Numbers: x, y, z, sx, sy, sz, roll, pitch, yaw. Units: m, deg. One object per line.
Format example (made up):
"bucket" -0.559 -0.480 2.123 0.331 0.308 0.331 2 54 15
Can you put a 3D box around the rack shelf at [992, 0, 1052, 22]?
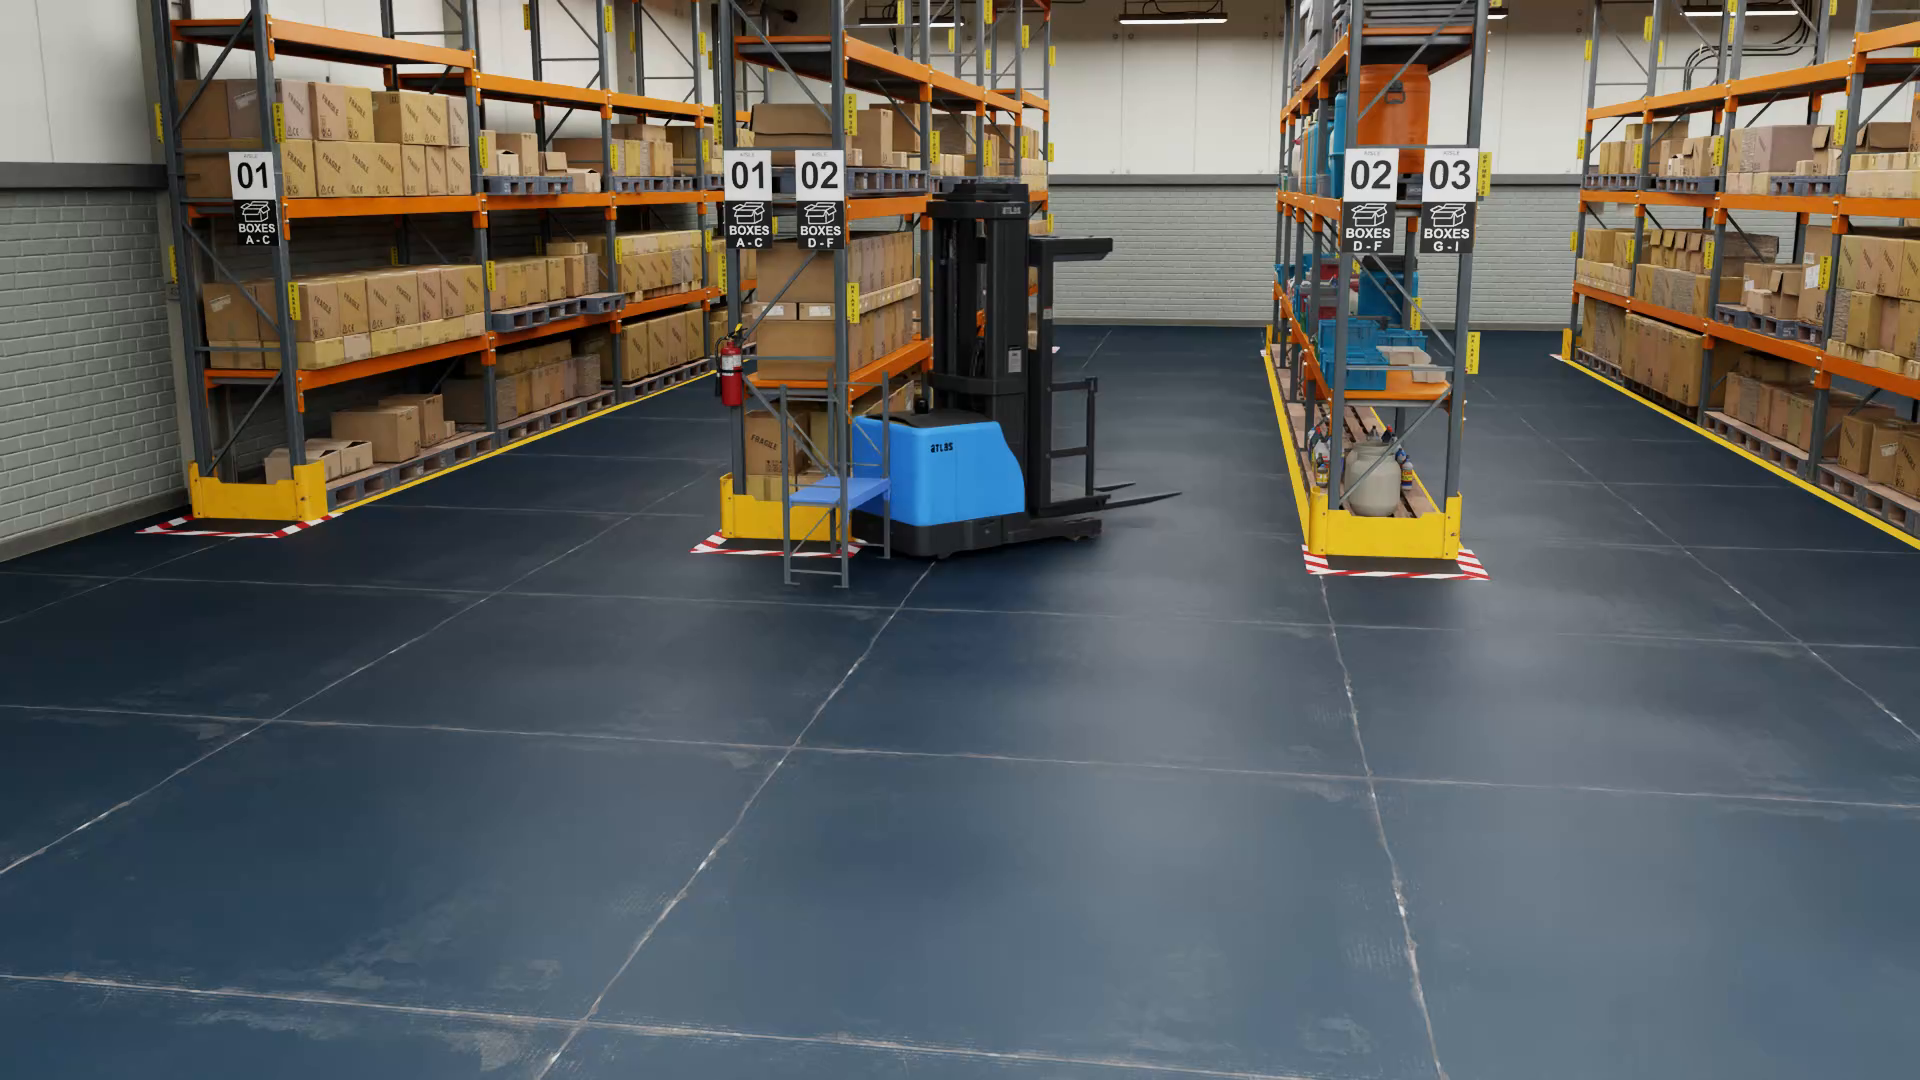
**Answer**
"rack shelf" 0.725 -8.629 26.494 1.077 0.370 4.000 2 12 9

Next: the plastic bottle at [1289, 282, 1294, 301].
"plastic bottle" 4.686 -3.460 23.225 0.152 0.276 0.135 2 12 9

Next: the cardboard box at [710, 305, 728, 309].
"cardboard box" -4.204 -3.973 28.706 0.380 0.149 0.250 2 12 9

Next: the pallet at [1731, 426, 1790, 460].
"pallet" 9.279 -1.074 18.476 1.003 0.211 1.213 2 12 9

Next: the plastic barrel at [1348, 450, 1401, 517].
"plastic barrel" 3.492 -0.477 13.994 0.421 0.512 0.421 0 12 0

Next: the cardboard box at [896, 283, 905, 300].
"cardboard box" -0.760 -2.484 16.621 0.380 0.149 0.250 2 12 9

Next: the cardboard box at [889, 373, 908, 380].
"cardboard box" -0.881 -1.783 19.347 0.500 0.311 0.500 2 12 8

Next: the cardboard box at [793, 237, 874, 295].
"cardboard box" -1.183 -2.515 15.226 0.700 0.500 0.500 2 12 9

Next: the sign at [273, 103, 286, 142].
"sign" -5.787 -3.545 14.129 0.100 0.325 0.005 2 12 9

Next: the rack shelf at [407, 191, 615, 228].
"rack shelf" -5.400 -4.033 20.174 1.077 0.370 4.000 2 12 9

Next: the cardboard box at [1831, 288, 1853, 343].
"cardboard box" 8.845 -2.123 15.781 0.875 0.500 0.500 2 12 9

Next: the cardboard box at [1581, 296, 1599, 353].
"cardboard box" 10.801 -3.549 27.388 0.875 0.875 0.875 2 12 9

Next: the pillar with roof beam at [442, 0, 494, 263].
"pillar with roof beam" -1.894 -5.885 19.941 9.100 9.000 0.400 2 12 9

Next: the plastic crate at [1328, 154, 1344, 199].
"plastic crate" 3.462 -3.213 14.702 0.392 0.384 0.575 2 12 9

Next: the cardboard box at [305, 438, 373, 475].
"cardboard box" -6.040 -0.830 16.061 0.500 0.311 0.500 3 13 13

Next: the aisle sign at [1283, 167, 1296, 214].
"aisle sign" 5.644 -5.974 28.424 0.394 0.787 0.004 2 12 9

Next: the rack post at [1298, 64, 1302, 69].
"rack post" 4.767 -6.061 20.938 0.954 0.300 0.937 2 12 9

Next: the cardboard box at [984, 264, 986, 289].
"cardboard box" 0.117 -3.748 23.030 0.700 0.500 0.500 4 13 19

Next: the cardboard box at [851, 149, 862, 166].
"cardboard box" -1.073 -3.366 14.638 0.380 0.149 0.250 2 12 9

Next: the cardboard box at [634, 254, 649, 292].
"cardboard box" -4.675 -3.740 23.237 0.500 0.500 0.500 2 12 11

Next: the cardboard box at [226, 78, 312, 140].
"cardboard box" -6.024 -3.755 14.520 0.500 0.500 0.500 1 12 5

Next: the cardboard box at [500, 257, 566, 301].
"cardboard box" -5.325 -3.240 20.626 0.700 0.500 0.500 2 12 9

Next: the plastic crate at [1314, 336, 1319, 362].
"plastic crate" 3.594 -1.804 15.746 0.450 0.188 0.662 2 12 9

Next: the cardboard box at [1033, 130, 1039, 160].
"cardboard box" 0.970 -6.737 28.401 0.700 0.500 0.500 2 12 9

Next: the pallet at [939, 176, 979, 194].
"pallet" -0.383 -4.172 19.559 1.003 0.211 1.213 2 12 11

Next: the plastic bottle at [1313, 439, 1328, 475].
"plastic bottle" 3.424 -0.780 15.735 0.144 0.351 0.185 2 12 11

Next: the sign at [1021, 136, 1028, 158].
"sign" 0.967 -5.902 24.976 0.100 0.325 0.005 2 12 9

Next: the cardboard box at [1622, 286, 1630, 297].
"cardboard box" 9.929 -3.637 24.345 0.380 0.149 0.250 2 12 9

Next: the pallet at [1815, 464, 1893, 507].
"pallet" 8.907 -0.516 15.887 1.003 0.211 1.213 2 12 9

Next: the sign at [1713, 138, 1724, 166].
"sign" 9.043 -4.630 19.824 0.100 0.325 0.005 2 12 9

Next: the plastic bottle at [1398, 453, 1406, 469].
"plastic bottle" 4.105 -0.668 15.405 0.097 0.271 0.097 0 12 0

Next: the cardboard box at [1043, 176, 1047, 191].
"cardboard box" 1.214 -6.118 28.496 0.500 0.250 0.500 2 12 9

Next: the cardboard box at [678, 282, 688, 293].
"cardboard box" -4.332 -3.812 25.110 0.380 0.149 0.250 2 12 9

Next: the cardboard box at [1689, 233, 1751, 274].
"cardboard box" 9.822 -3.679 21.328 0.797 0.503 0.637 2 12 10

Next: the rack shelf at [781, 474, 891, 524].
"rack shelf" -0.937 -0.320 12.771 0.538 0.185 1.000 3 13 15

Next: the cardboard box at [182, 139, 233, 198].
"cardboard box" -6.509 -3.289 14.731 0.500 0.500 0.500 3 12 13

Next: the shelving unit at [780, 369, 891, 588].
"shelving unit" -0.937 -0.496 12.734 0.538 1.500 1.048 3 13 15

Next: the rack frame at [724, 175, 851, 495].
"rack frame" -1.428 -1.509 13.877 1.000 3.000 0.127 2 12 9

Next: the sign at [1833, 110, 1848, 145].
"sign" 8.426 -3.949 15.916 0.100 0.325 0.005 2 12 9

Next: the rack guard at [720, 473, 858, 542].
"rack guard" -1.432 -0.282 14.117 1.175 0.500 0.348 2 12 9

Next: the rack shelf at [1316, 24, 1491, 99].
"rack shelf" 3.774 -4.150 14.546 1.077 0.370 4.000 2 12 9

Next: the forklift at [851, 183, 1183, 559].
"forklift" 0.585 -1.505 14.019 3.031 2.935 1.130 -9 15 -36

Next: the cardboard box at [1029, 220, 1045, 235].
"cardboard box" 1.159 -5.171 28.257 0.500 0.500 0.500 2 12 10

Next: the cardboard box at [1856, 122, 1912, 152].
"cardboard box" 9.145 -3.837 16.316 0.797 0.503 0.637 1 12 6

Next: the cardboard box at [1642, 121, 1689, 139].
"cardboard box" 10.357 -6.017 24.422 0.500 0.250 0.500 1 12 5

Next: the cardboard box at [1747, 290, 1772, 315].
"cardboard box" 9.105 -2.643 18.499 0.500 0.250 0.500 2 12 7

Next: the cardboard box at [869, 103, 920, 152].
"cardboard box" -0.679 -4.434 17.907 0.500 0.500 0.500 2 12 9

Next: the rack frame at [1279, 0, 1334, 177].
"rack frame" 5.927 -7.611 27.952 1.000 3.000 0.127 2 12 9

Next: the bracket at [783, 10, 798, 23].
"bracket" -3.523 -10.850 34.437 0.235 0.232 0.430 2 12 9

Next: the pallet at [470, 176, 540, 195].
"pallet" -5.508 -4.001 18.766 1.213 0.211 1.003 2 12 9

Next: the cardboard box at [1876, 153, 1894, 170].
"cardboard box" 8.584 -3.437 15.111 0.380 0.149 0.250 2 12 9

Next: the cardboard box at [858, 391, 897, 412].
"cardboard box" -0.892 -1.154 15.976 0.500 0.500 0.500 2 12 9

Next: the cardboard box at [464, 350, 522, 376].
"cardboard box" -5.547 -2.107 19.759 0.500 0.250 0.500 2 12 7

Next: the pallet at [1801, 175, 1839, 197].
"pallet" 9.175 -3.520 16.532 1.213 0.211 1.003 2 12 9

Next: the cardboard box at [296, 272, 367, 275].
"cardboard box" -6.221 -2.394 16.511 0.500 0.500 0.500 2 12 9
